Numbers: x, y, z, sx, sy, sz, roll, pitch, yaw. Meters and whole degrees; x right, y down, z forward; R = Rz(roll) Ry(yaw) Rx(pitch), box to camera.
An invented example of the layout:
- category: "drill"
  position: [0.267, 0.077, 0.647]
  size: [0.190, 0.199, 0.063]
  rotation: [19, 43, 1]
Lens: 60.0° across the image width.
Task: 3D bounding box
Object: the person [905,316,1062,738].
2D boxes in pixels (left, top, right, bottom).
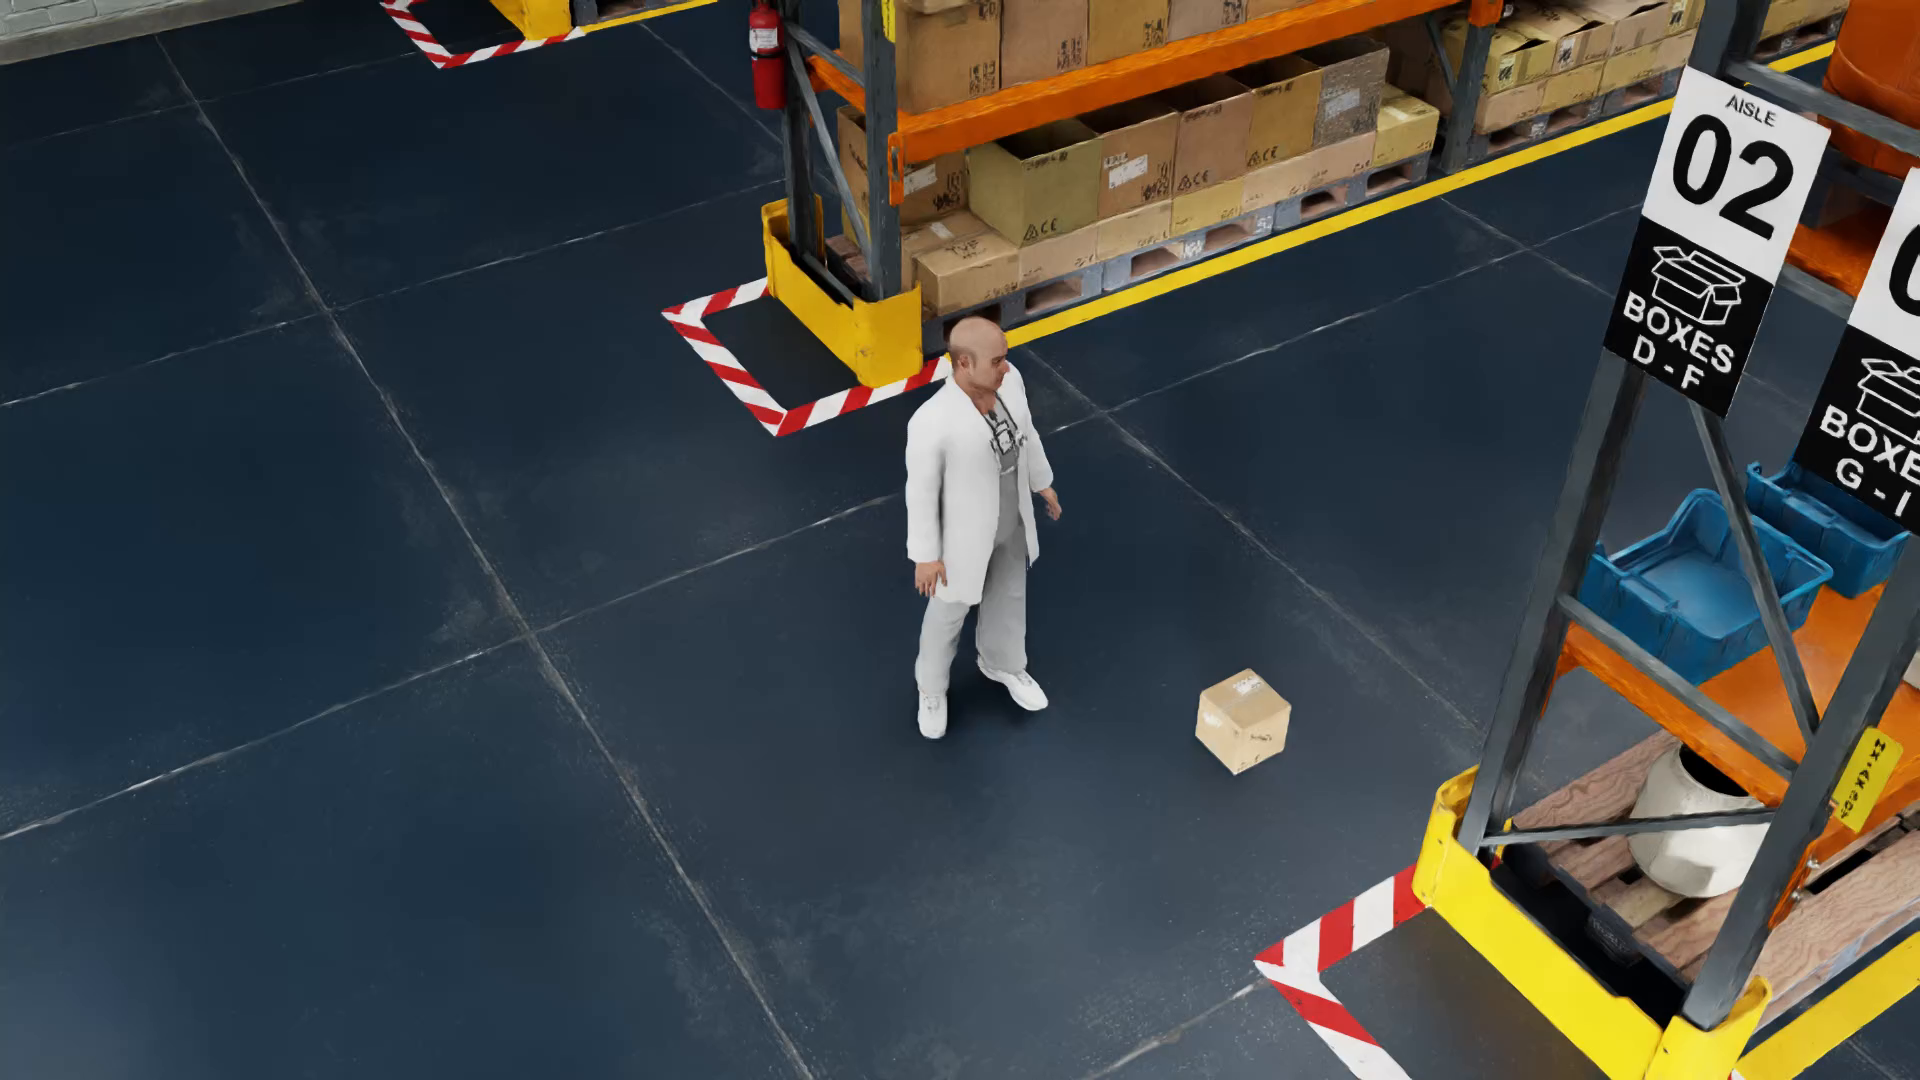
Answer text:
- category: "person"
  position: [0.103, -0.050, 6.189]
  size: [0.506, 1.786, 0.689]
  rotation: [31, 49, 32]
